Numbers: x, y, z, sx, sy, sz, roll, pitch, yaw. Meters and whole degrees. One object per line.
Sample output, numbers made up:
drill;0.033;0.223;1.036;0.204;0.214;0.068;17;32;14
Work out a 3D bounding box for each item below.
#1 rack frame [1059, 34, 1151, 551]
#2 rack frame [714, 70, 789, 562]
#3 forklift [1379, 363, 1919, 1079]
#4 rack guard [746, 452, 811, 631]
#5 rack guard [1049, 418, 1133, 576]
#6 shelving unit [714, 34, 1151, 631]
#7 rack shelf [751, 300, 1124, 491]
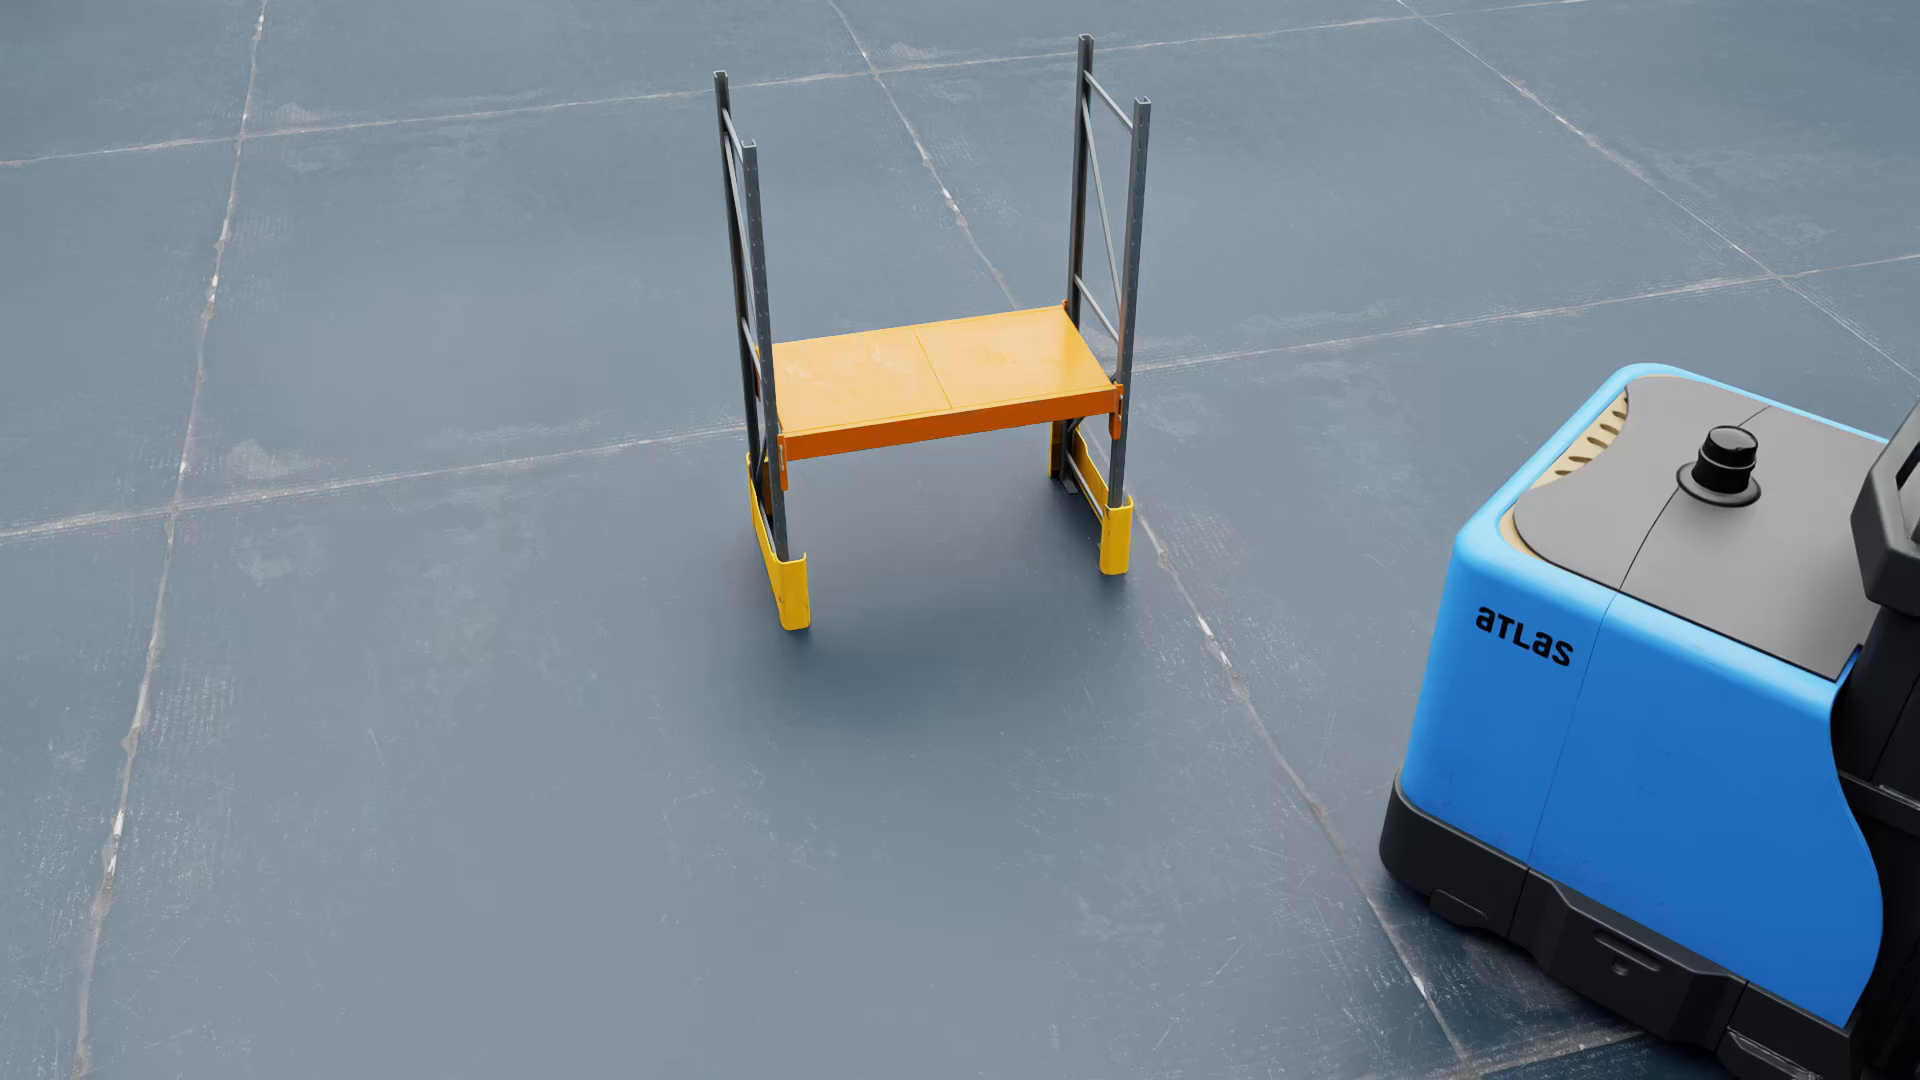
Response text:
rack frame;0.408;-0.663;4.882;0.032;1.500;0.500;-9;38;-12
rack frame;-0.573;-0.502;4.671;0.032;1.500;0.500;-9;38;-12
forklift;2.492;0.028;2.801;3.031;2.935;1.130;27;45;31
rack guard;-0.554;-0.008;5.055;0.087;0.250;0.587;-9;38;-12
rack guard;0.407;-0.166;5.261;0.087;0.250;0.587;-9;38;-12
shelving unit;-0.074;-0.584;4.779;1.083;1.500;0.587;-9;38;-12
rack shelf;-0.082;-0.439;4.886;1.000;0.185;0.538;-9;38;-12
